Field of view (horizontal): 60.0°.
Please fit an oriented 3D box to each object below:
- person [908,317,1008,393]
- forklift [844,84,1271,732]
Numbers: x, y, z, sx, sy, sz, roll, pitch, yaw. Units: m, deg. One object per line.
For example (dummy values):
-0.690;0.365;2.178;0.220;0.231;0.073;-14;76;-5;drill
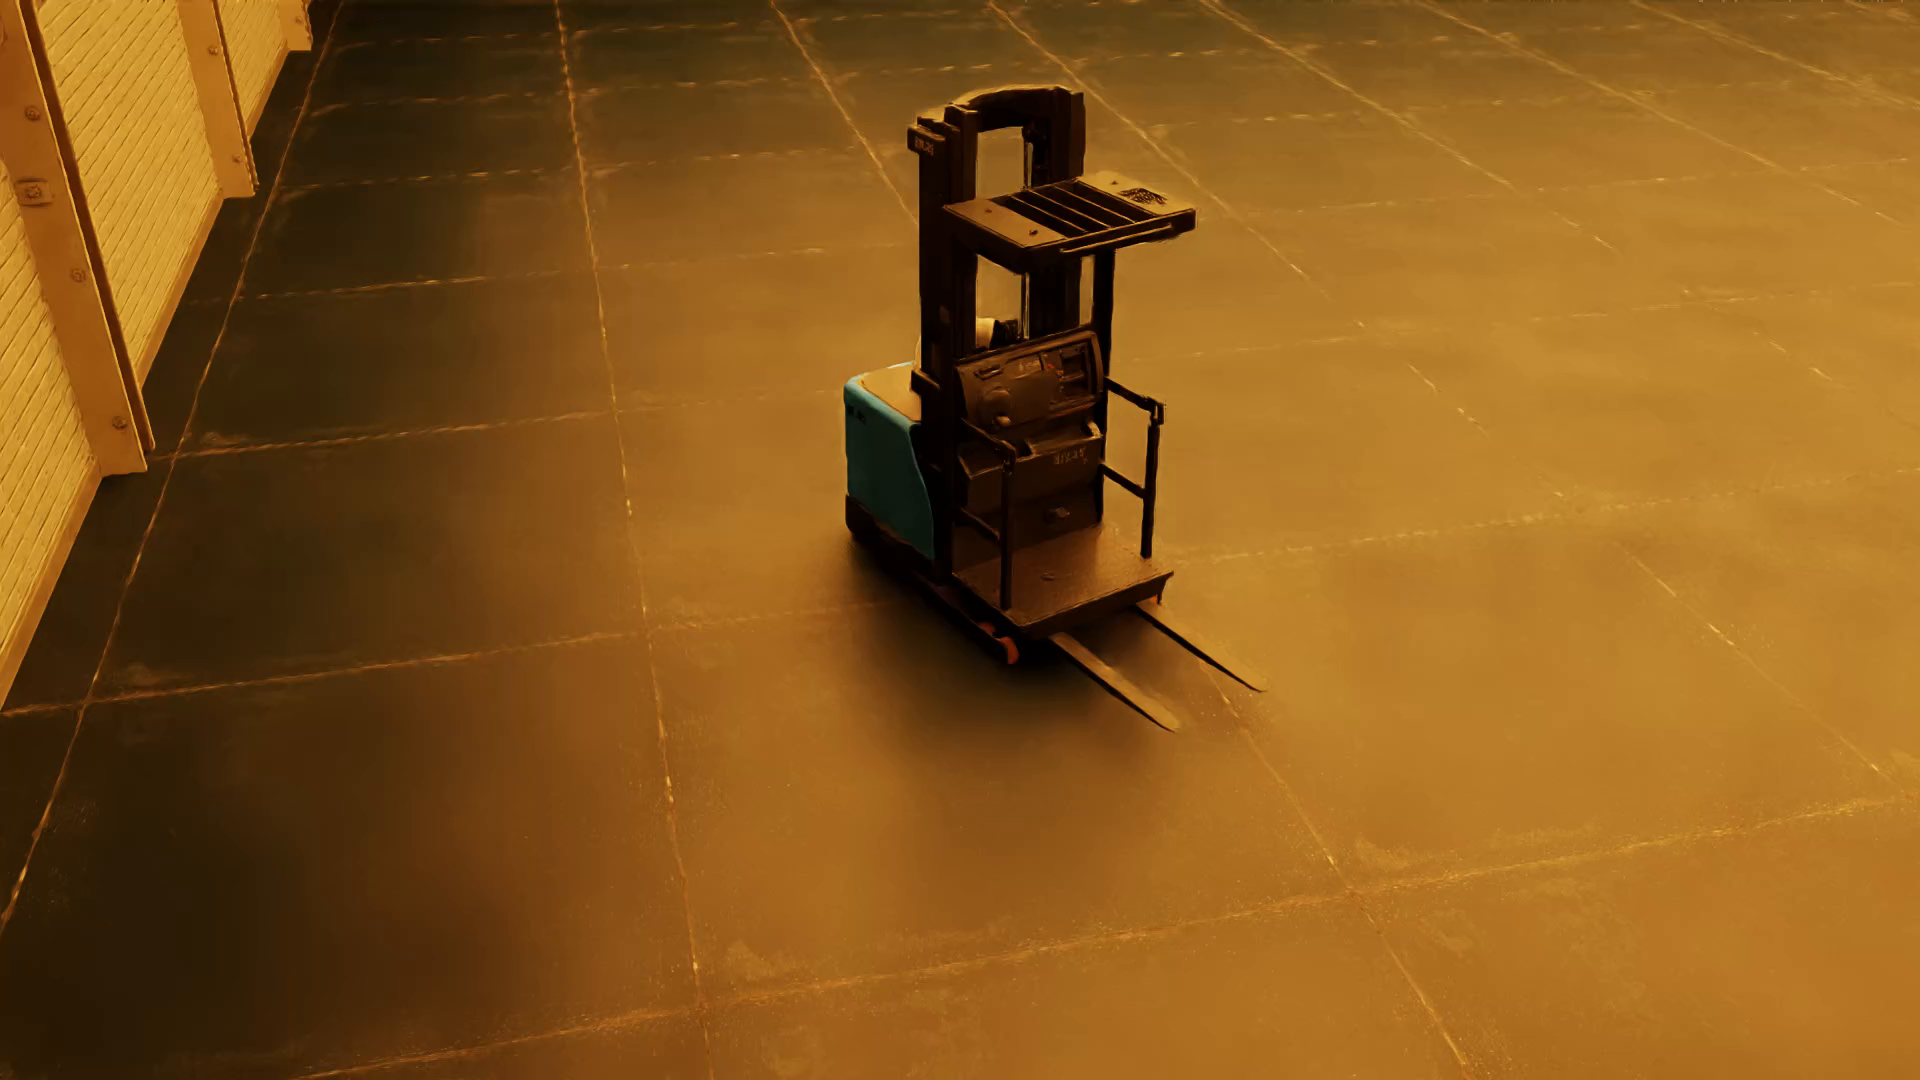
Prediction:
-0.017;-0.821;10.128;0.694;1.776;0.579;-7;31;-12;person
0.515;-0.836;9.018;1.130;2.935;3.031;-18;35;-29;forklift
